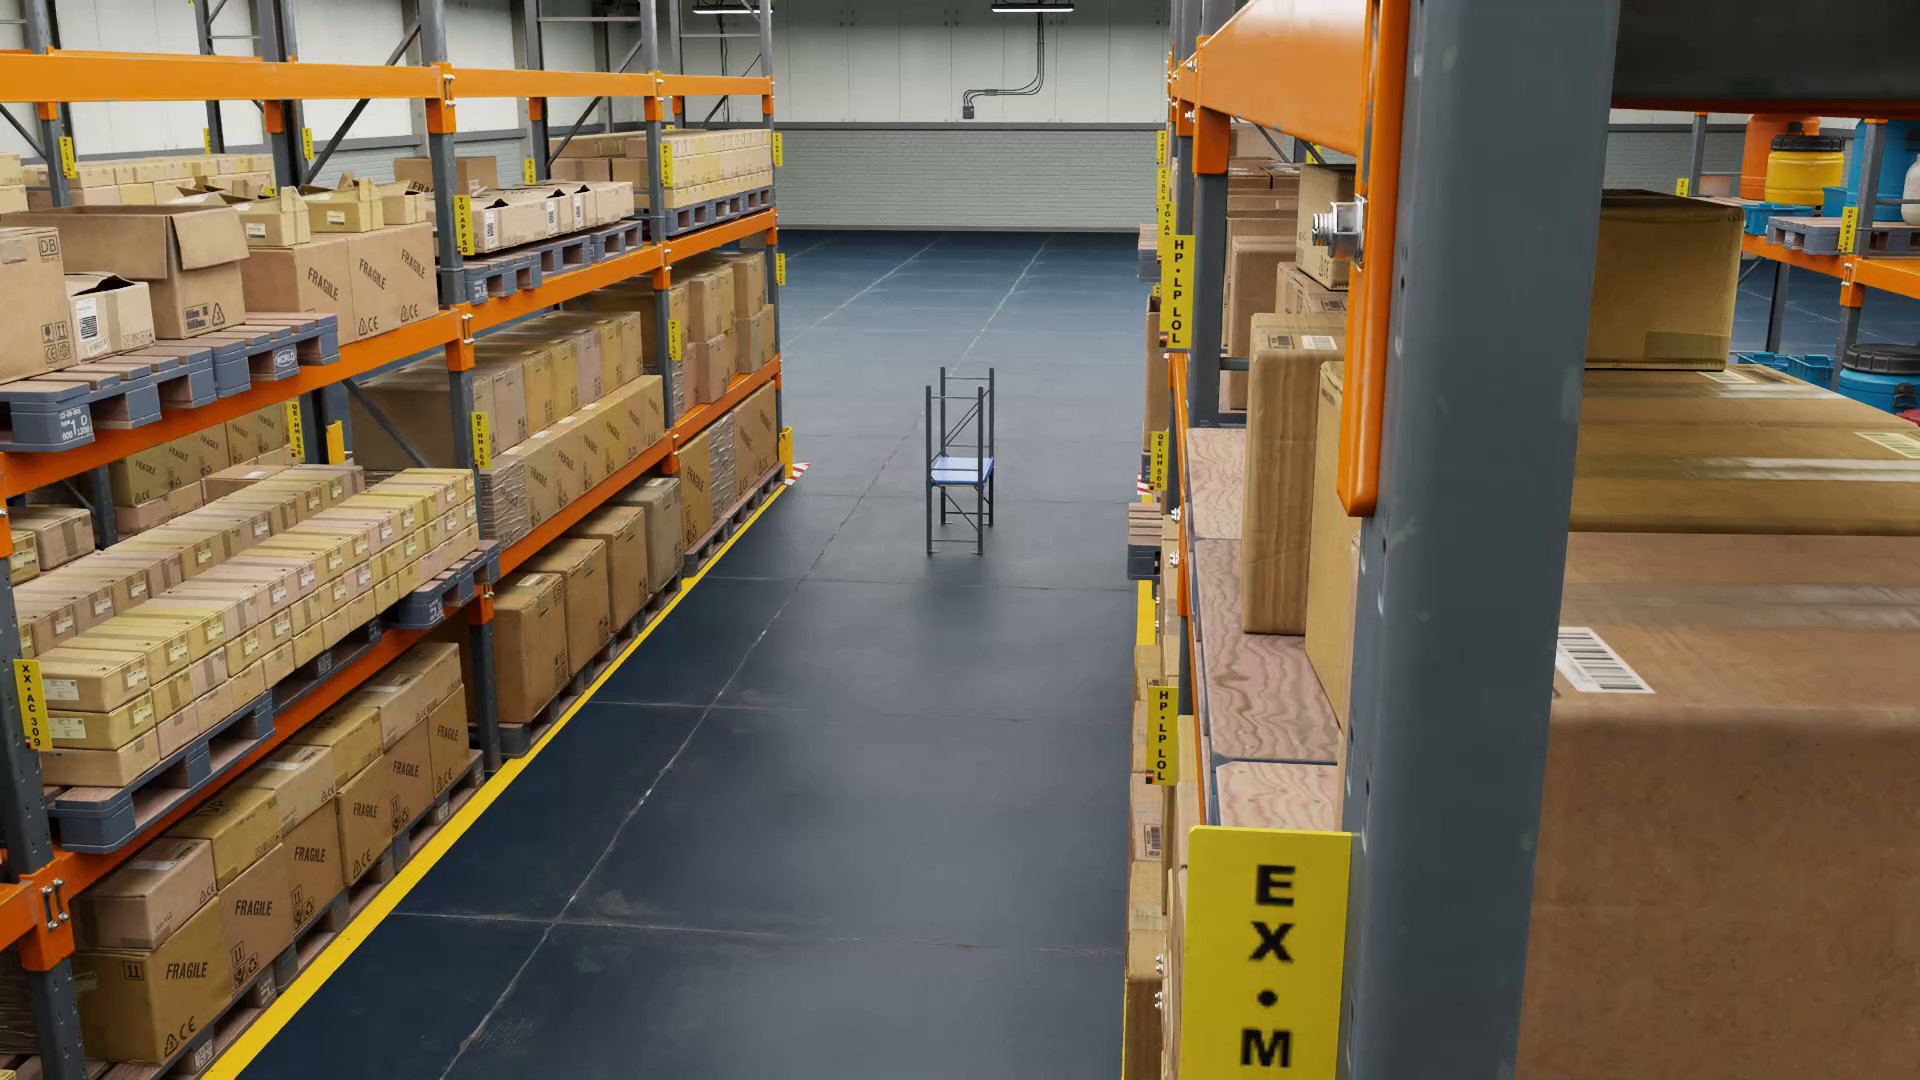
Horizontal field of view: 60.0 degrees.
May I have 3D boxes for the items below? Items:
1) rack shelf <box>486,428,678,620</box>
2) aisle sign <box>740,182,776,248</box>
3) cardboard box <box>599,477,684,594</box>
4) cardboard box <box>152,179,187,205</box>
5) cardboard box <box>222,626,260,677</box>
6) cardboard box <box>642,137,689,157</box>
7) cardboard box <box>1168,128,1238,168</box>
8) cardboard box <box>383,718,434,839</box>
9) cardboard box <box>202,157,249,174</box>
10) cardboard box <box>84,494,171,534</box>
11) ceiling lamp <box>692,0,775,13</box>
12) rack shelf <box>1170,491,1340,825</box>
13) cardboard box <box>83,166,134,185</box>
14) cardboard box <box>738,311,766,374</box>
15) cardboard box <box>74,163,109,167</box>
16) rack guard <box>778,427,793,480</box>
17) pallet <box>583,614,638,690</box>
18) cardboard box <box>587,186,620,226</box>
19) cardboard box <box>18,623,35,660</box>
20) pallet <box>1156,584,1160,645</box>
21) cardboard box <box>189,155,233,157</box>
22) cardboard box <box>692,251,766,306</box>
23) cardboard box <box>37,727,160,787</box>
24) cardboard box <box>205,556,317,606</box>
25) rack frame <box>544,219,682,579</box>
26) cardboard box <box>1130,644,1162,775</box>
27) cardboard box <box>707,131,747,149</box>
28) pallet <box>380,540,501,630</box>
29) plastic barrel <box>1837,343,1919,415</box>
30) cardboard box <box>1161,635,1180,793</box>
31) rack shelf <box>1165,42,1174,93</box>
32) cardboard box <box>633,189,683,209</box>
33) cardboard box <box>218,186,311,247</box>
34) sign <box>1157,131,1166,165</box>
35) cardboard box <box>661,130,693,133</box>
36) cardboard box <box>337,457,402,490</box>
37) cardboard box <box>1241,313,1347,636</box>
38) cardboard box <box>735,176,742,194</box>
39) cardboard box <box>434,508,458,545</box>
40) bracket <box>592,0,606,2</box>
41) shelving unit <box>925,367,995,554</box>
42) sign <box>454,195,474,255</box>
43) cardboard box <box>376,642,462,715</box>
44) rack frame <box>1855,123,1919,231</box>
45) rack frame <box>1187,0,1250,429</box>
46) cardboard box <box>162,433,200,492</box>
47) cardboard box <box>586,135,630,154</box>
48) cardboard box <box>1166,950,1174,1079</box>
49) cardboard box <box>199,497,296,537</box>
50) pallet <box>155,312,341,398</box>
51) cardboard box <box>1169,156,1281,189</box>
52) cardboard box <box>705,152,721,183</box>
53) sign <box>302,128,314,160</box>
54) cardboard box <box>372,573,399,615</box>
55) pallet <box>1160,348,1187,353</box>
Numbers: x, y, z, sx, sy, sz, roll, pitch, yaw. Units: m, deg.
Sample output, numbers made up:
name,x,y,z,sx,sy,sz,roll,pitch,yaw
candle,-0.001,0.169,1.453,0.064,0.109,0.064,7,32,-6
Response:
name,x,y,z,sx,sy,sz,roll,pitch,yaw
rack shelf,-3.067,-0.236,11.755,1.077,0.370,4.000,2,15,6
aisle sign,-2.084,-3.404,17.112,0.394,0.787,0.004,2,15,6
cardboard box,-2.822,-0.055,13.213,1.050,0.750,0.750,2,15,6
cardboard box,-7.331,-3.110,14.978,0.500,0.250,0.500,2,15,7
cardboard box,-3.158,0.457,6.919,0.380,0.149,0.250,1,15,4
cardboard box,-2.435,-3.215,13.606,0.380,0.149,0.250,2,15,6
cardboard box,1.873,-2.935,12.893,0.500,0.500,0.500,1,15,5
cardboard box,-3.170,1.252,8.857,0.500,0.500,0.500,2,15,9
cardboard box,-7.223,-3.678,16.311,0.380,0.149,0.250,2,15,7
cardboard box,-7.437,-0.242,14.862,0.500,0.250,0.500,1,15,4
ceiling lamp,-5.558,-14.603,40.832,2.000,3.185,0.800,2,15,6
rack shelf,0.947,0.563,3.053,1.077,0.370,4.000,2,15,6
cardboard box,-7.373,-3.142,14.330,0.380,0.149,0.250,1,15,4
cardboard box,-2.428,-1.971,16.505,0.875,0.550,0.550,2,15,6
cardboard box,-7.851,-3.293,14.887,0.380,0.149,0.250,1,15,5
rack guard,-2.388,-0.939,17.765,1.175,0.500,0.348,2,15,6
pallet,-2.989,0.764,12.021,1.003,0.211,1.213,2,15,6
cardboard box,-2.762,-2.402,11.931,0.500,0.250,0.500,2,15,6
cardboard box,-3.864,0.425,6.470,0.380,0.149,0.250,1,15,5
pallet,1.989,0.618,12.559,1.003,0.211,1.213,2,15,6
cardboard box,-7.576,-3.819,16.833,0.380,0.149,0.250,2,15,6
cardboard box,-2.471,-2.638,16.904,0.875,0.550,0.550,2,15,6
cardboard box,-3.243,0.803,6.212,0.380,0.149,0.250,1,15,4
cardboard box,-3.098,0.180,7.374,0.380,0.149,0.250,2,15,8
rack frame,-2.842,-1.102,13.579,1.000,3.000,0.127,2,15,6
cardboard box,1.525,1.109,8.668,1.225,0.875,0.875,1,15,4
cardboard box,-2.207,-3.742,15.552,0.380,0.149,0.250,2,15,6
pallet,-3.268,0.216,9.072,1.213,0.211,1.003,2,15,6
plastic barrel,6.652,-0.935,11.999,0.600,0.901,0.708,2,15,6
cardboard box,1.069,0.704,6.710,0.500,0.500,0.500,2,15,6
rack shelf,2.301,-3.996,14.172,1.077,0.370,4.000,2,15,6
cardboard box,-2.463,-2.764,13.465,0.380,0.149,0.250,1,15,5
cardboard box,-3.205,-1.484,7.586,0.396,0.266,0.258,2,15,6
sign,1.987,-3.853,16.332,0.100,0.325,0.005,2,15,6
cardboard box,-2.802,-3.894,16.114,0.380,0.149,0.250,1,15,5
cardboard box,-3.509,-0.238,10.191,0.500,0.500,0.500,2,15,6
cardboard box,0.879,-0.127,3.038,0.700,0.500,0.500,2,15,9
cardboard box,-2.235,-3.292,15.415,0.380,0.149,0.250,2,15,7
cardboard box,-2.925,-0.079,8.902,0.380,0.149,0.250,2,15,8
bracket,-9.826,-13.878,42.440,0.076,0.066,4.783,2,15,6
shelving unit,0.010,-0.746,15.136,0.538,1.500,1.048,2,15,6
sign,-2.754,-1.746,9.222,0.100,0.325,0.005,2,15,6
cardboard box,-3.110,0.762,9.232,0.500,0.250,0.500,1,15,5
rack frame,6.997,-3.680,11.619,1.000,3.000,0.127,2,15,6
rack frame,1.172,-1.751,4.486,1.000,3.000,0.127,2,15,6
cardboard box,-7.388,-0.743,15.279,0.500,0.500,0.500,2,15,9
cardboard box,-3.031,-3.364,14.157,0.380,0.149,0.250,2,15,7
cardboard box,0.798,1.317,4.351,0.500,0.250,0.500,2,15,6
cardboard box,-3.628,-0.117,8.474,0.380,0.149,0.250,1,15,4
pallet,-3.455,-0.811,7.114,1.213,0.211,1.003,2,15,6
cardboard box,1.924,-2.511,12.042,0.797,0.503,0.637,1,15,3
cardboard box,-2.396,-3.253,14.507,0.500,0.250,0.500,2,15,6
sign,-6.771,-4.113,17.271,0.100,0.325,0.005,2,15,6
cardboard box,-3.011,0.261,8.216,0.380,0.149,0.250,1,15,4
pallet,1.604,-1.081,8.115,1.213,0.211,1.003,2,15,9
